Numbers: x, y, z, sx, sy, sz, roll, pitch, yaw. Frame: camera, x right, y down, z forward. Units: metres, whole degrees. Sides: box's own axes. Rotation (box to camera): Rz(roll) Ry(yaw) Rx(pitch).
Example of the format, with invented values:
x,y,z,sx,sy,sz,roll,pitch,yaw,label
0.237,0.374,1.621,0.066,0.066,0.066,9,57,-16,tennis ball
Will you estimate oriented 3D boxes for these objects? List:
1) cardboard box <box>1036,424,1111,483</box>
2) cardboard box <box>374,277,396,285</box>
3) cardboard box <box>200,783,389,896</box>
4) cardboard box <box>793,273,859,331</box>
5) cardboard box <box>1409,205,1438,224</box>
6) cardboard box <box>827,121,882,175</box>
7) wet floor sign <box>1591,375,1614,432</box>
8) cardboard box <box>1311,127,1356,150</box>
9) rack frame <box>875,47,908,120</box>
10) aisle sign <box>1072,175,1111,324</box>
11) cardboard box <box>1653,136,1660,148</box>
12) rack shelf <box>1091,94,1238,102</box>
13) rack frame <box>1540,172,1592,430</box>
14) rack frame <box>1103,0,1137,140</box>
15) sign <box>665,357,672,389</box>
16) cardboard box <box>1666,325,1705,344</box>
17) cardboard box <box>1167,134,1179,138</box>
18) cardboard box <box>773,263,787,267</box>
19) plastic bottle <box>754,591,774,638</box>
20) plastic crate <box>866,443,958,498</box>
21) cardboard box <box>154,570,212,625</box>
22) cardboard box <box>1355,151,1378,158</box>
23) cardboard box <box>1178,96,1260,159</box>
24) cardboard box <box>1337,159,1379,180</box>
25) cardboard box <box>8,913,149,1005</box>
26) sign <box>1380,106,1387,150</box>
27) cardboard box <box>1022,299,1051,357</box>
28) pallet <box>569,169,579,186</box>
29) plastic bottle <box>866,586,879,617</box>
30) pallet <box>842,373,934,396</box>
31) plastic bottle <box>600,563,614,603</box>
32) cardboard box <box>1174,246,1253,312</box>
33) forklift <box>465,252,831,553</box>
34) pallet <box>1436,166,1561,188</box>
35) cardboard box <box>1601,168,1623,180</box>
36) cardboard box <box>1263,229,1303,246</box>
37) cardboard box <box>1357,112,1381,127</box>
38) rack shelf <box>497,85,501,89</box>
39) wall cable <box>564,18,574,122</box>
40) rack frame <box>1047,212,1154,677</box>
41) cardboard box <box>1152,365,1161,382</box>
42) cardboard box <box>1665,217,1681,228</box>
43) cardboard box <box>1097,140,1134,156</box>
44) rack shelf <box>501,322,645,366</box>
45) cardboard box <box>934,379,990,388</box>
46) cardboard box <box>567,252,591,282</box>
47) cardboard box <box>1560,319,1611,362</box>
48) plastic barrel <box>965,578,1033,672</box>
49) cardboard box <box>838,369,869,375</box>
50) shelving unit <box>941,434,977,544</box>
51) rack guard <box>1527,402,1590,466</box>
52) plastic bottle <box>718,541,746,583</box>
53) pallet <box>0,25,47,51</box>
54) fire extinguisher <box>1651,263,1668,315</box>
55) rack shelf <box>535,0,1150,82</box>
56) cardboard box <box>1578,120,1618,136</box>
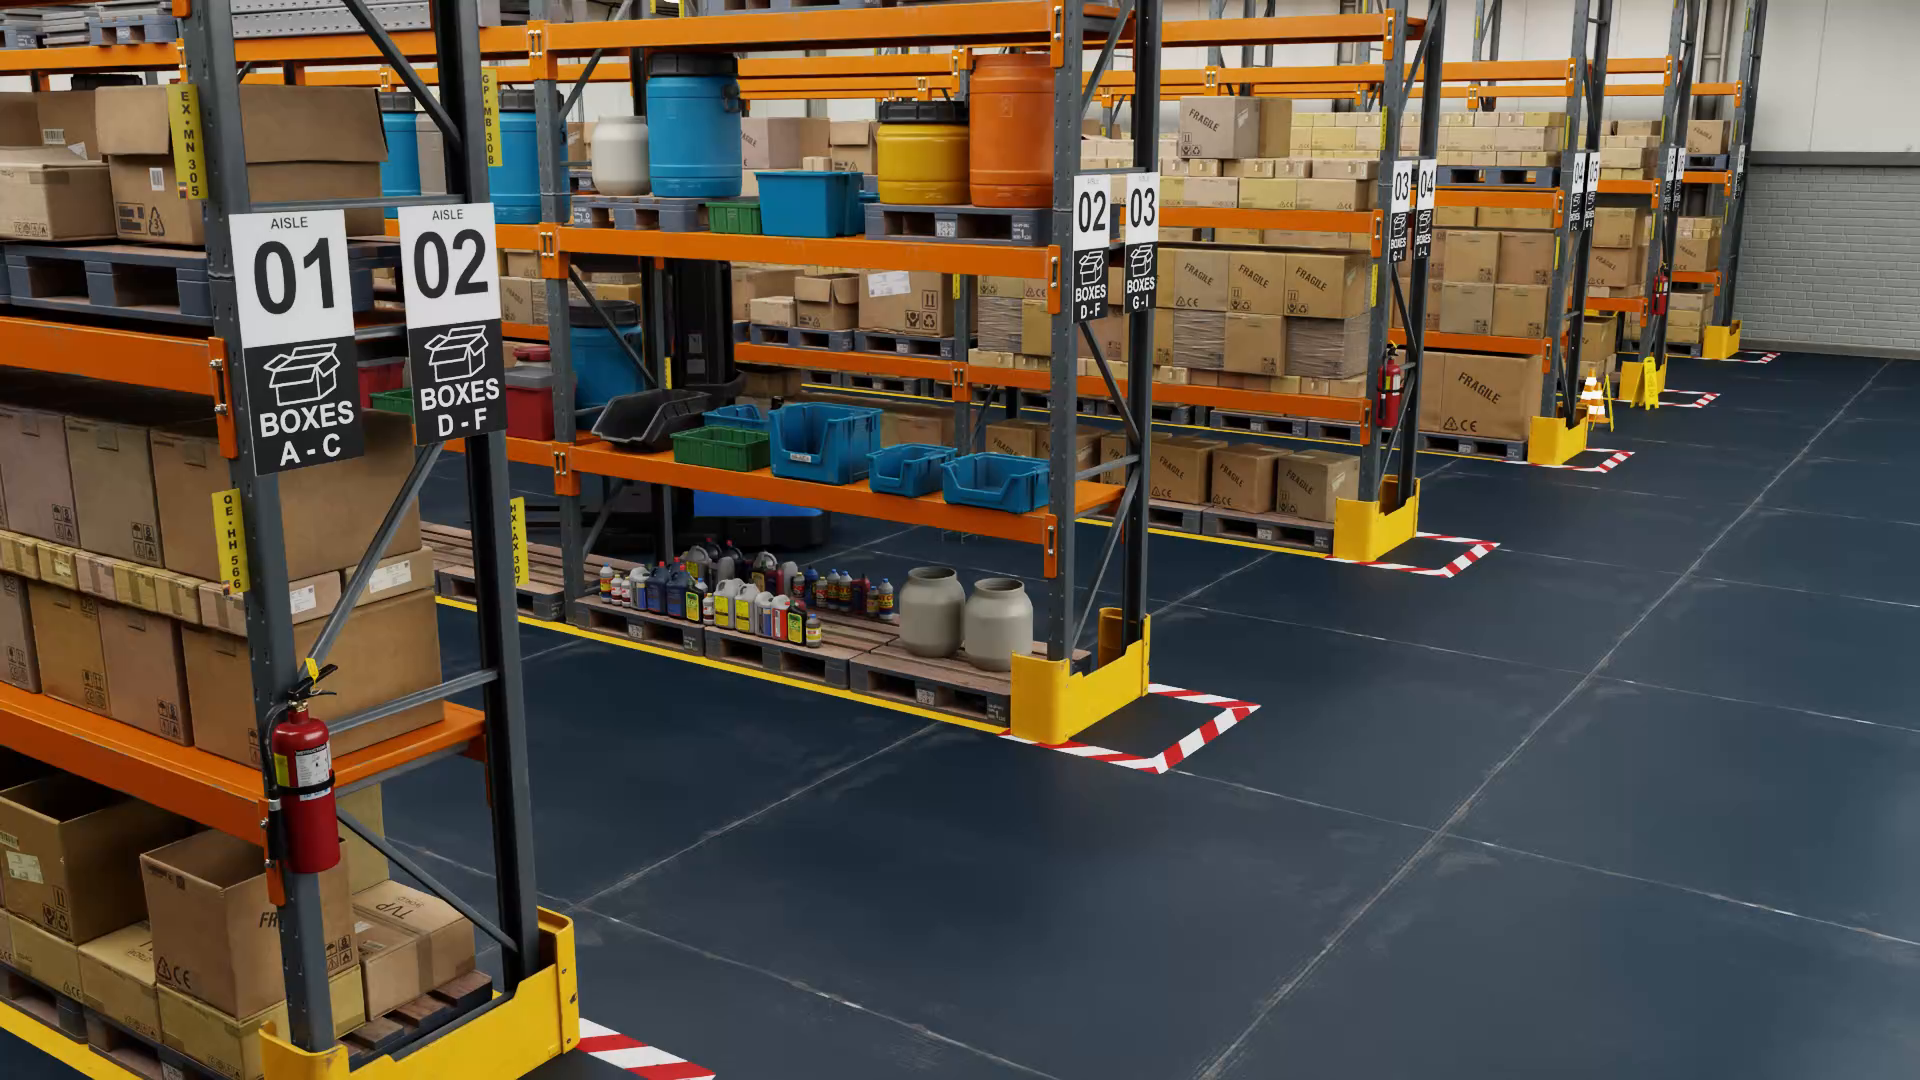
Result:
x,y,z,sx,sy,sz,roll,pitch,yaw,label
1.063,-0.787,15.588,0.500,0.500,0.500,-11,17,-36,cardboard box
-6.877,-3.085,20.235,0.500,0.250,0.500,9,16,32,cardboard box
-2.676,1.162,6.675,0.500,0.500,0.500,9,17,33,cardboard box
-1.216,-2.401,16.693,0.637,0.503,0.797,11,18,38,cardboard box
6.460,-4.412,22.998,0.500,0.500,0.700,9,17,33,cardboard box
-0.843,-3.852,16.312,0.637,0.503,0.797,10,17,35,cardboard box
7.574,-1.620,19.526,0.232,0.644,0.267,6,15,23,wet floor sign
4.214,-4.432,18.355,0.500,0.250,0.500,9,16,32,cardboard box
-1.386,-9.421,33.653,0.127,3.000,1.000,9,17,33,rack frame
0.722,-1.602,9.144,0.004,0.787,0.394,9,17,33,aisle sign
8.943,-5.182,21.637,0.250,0.149,0.380,9,17,32,cardboard box
3.593,-8.073,30.537,4.000,0.370,1.077,9,17,33,rack shelf
6.445,-2.372,17.664,0.127,3.000,1.000,9,17,33,rack frame
2.485,-7.358,25.319,0.127,3.000,1.000,9,17,33,rack frame
-2.174,-1.188,12.305,0.005,0.325,0.100,9,17,33,sign
11.325,-3.232,25.986,0.500,0.250,0.500,9,17,33,cardboard box
3.936,-7.285,30.130,0.250,0.149,0.380,9,16,32,cardboard box
-2.356,-3.745,22.858,0.250,0.149,0.380,9,16,32,cardboard box
-1.249,0.482,10.884,0.135,0.276,0.152,9,16,31,plastic bottle
-0.289,-0.433,10.139,0.408,0.251,0.499,9,17,33,plastic crate
-2.580,0.166,5.851,0.250,0.149,0.380,10,17,34,cardboard box
4.500,-4.175,18.143,0.250,0.149,0.380,9,17,34,cardboard box
2.165,-3.446,13.891,0.500,0.500,0.500,9,17,33,cardboard box
3.188,-2.949,13.232,0.250,0.149,0.380,9,17,33,cardboard box
-3.386,1.564,6.610,0.500,0.250,0.500,9,17,33,cardboard box
3.266,-3.175,12.821,0.005,0.325,0.100,9,17,33,sign
1.008,-1.979,15.250,0.500,0.500,0.875,9,17,33,cardboard box
-4.539,-4.059,18.630,1.213,0.211,1.003,10,17,35,pallet
-0.588,0.416,11.307,0.097,0.201,0.097,0,14,0,plastic bottle
-0.841,-2.197,22.758,1.213,0.211,1.003,9,17,33,pallet
-2.471,0.295,11.651,0.097,0.271,0.097,0,14,0,plastic bottle
2.167,-2.233,14.194,0.500,0.500,0.500,9,17,33,cardboard box
-2.663,-1.440,14.039,3.031,2.935,1.130,0,14,0,forklift
5.823,-3.883,17.708,1.213,0.211,1.003,9,17,33,pallet
8.447,-4.726,21.452,0.250,0.149,0.380,9,17,33,cardboard box
3.934,-3.399,19.251,0.550,0.550,0.875,9,17,33,cardboard box
4.500,-4.562,18.047,0.250,0.149,0.380,9,17,33,cardboard box
-5.172,-6.811,24.614,4.000,0.370,1.077,9,17,33,rack shelf
-8.608,-9.287,33.112,0.029,3.000,2.355,9,17,33,wall cable
0.828,-0.409,9.734,0.127,3.000,1.000,9,17,33,rack frame
1.769,-1.500,14.661,0.250,0.149,0.380,9,17,33,cardboard box
11.022,-4.933,25.833,0.250,0.149,0.380,10,17,34,cardboard box
1.978,-4.666,19.918,0.500,0.250,0.500,9,17,32,cardboard box
-4.705,-2.389,19.228,4.000,0.370,1.077,9,17,33,rack shelf
0.262,-2.457,21.816,0.750,0.750,1.050,9,16,32,cardboard box
-4.182,-3.194,18.690,0.637,0.503,0.797,10,17,34,cardboard box
8.313,-2.661,22.120,0.500,0.500,0.500,9,17,33,cardboard box
0.240,0.521,10.278,0.421,0.512,0.421,0,14,0,plastic barrel
-1.314,-2.542,22.678,0.500,0.500,0.500,10,17,35,cardboard box
-0.007,-0.438,14.219,0.210,0.900,0.258,9,17,33,shelving unit
6.465,-1.156,17.951,0.348,0.500,1.175,9,17,33,rack guard
-1.636,0.181,11.946,0.185,0.351,0.144,8,16,30,plastic bottle
-8.425,-4.540,15.162,1.213,0.211,1.003,9,17,33,pallet
8.961,-3.228,21.282,0.183,0.674,0.296,9,17,33,fire extinguisher
-0.831,-3.046,10.231,4.000,0.370,1.077,9,17,33,rack shelf
10.129,-6.376,26.297,0.637,0.503,0.797,10,17,35,cardboard box
